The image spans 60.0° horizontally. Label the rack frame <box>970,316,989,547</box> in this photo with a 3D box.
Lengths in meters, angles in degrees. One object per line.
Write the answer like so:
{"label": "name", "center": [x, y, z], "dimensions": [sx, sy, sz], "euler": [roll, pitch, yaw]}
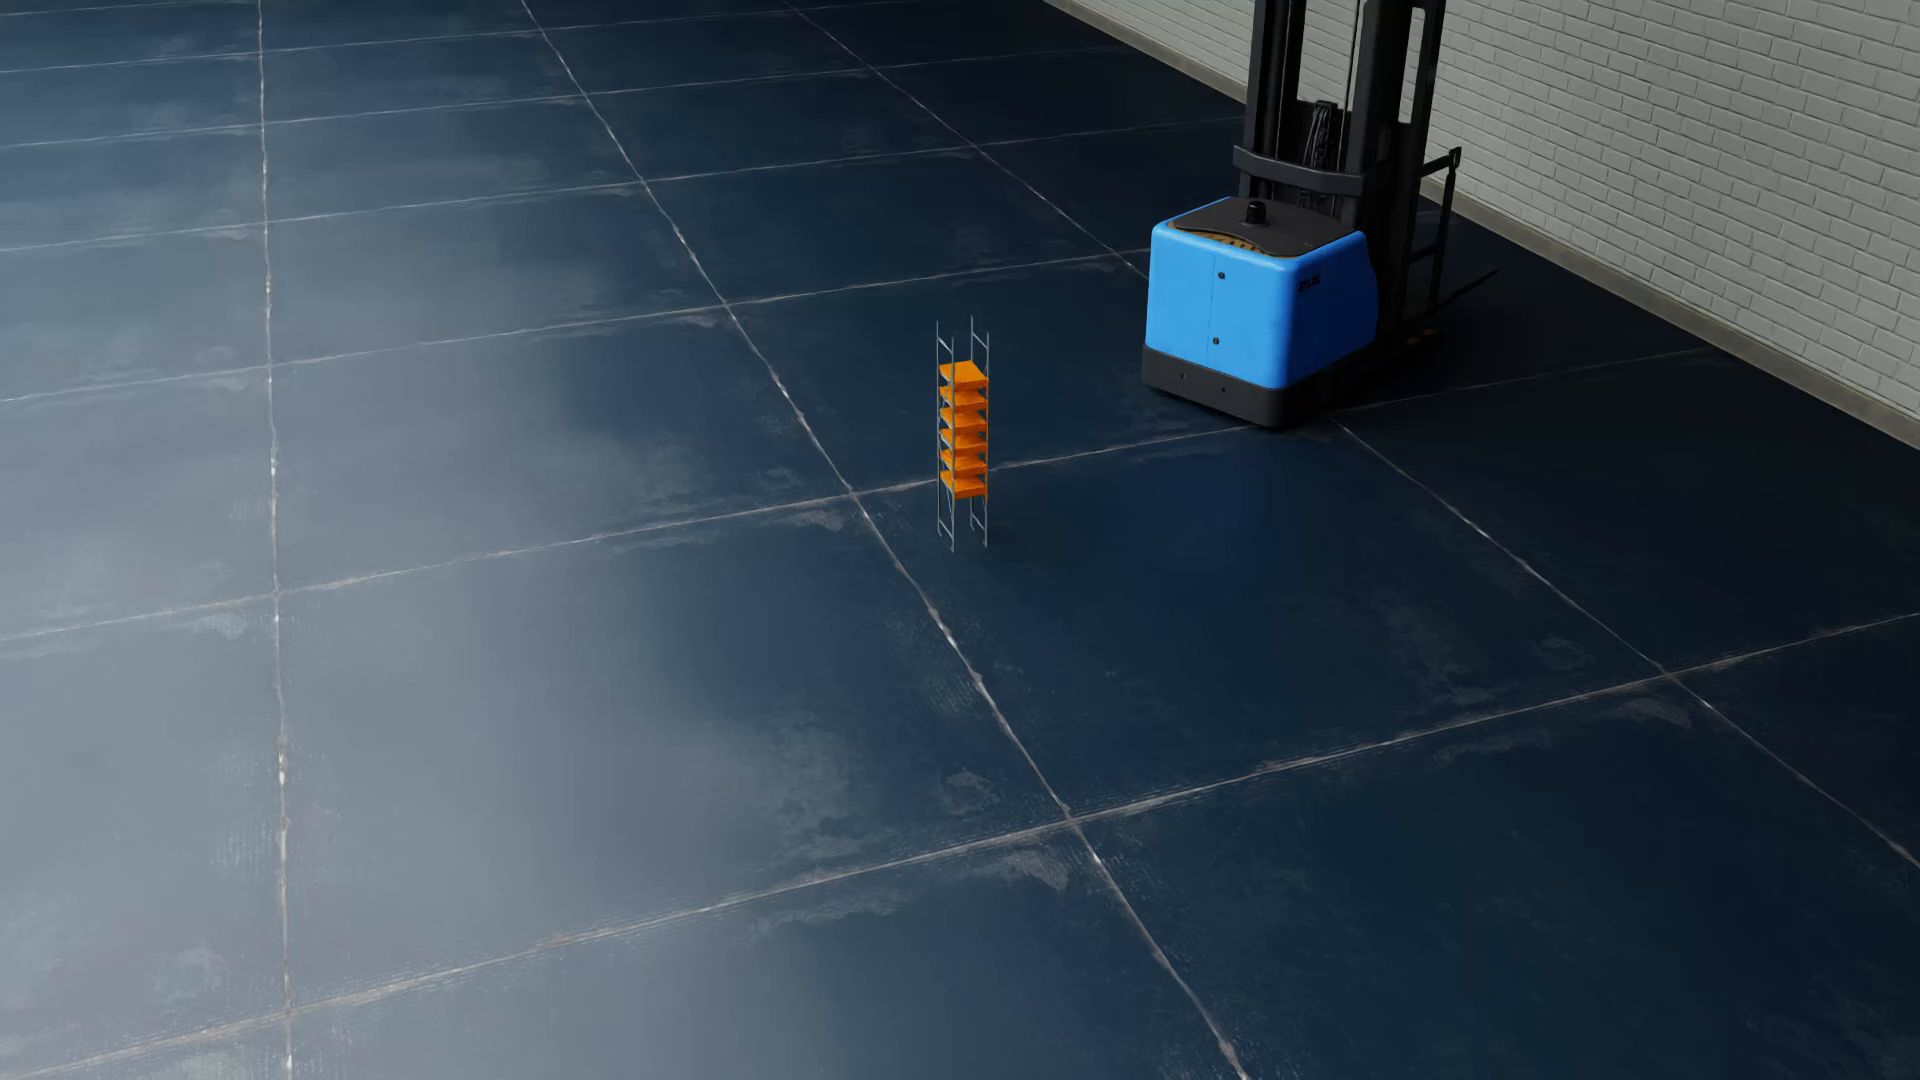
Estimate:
{"label": "rack frame", "center": [0.099, -0.540, 8.485], "dimensions": [0.006, 1.200, 0.240], "euler": [-10, 31, -18]}

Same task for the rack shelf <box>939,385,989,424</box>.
{"label": "rack shelf", "center": [0.014, -0.694, 8.361], "dimensions": [0.180, 0.103, 0.258], "euler": [-10, 31, -18]}

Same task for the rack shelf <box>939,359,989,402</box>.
{"label": "rack shelf", "center": [0.014, -0.798, 8.301], "dimensions": [0.180, 0.103, 0.258], "euler": [-10, 31, -18]}

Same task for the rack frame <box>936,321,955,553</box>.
{"label": "rack frame", "center": [-0.072, -0.508, 8.430], "dimensions": [0.006, 1.200, 0.240], "euler": [-10, 31, -18]}

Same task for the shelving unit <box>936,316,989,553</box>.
{"label": "shelving unit", "center": [0.014, -0.524, 8.457], "dimensions": [0.189, 1.200, 0.258], "euler": [-10, 31, -18]}

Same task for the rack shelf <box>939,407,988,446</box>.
{"label": "rack shelf", "center": [0.014, -0.589, 8.420], "dimensions": [0.180, 0.103, 0.258], "euler": [-10, 31, -18]}

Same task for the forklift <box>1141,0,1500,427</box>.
{"label": "forklift", "center": [2.508, -2.573, 10.305], "dimensions": [1.130, 2.935, 3.031], "euler": [25, 38, 37]}

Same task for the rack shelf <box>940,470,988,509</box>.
{"label": "rack shelf", "center": [0.014, -0.277, 8.598], "dimensions": [0.180, 0.103, 0.258], "euler": [-10, 31, -18]}

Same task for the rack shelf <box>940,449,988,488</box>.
{"label": "rack shelf", "center": [0.014, -0.381, 8.539], "dimensions": [0.180, 0.103, 0.258], "euler": [-10, 31, -18]}

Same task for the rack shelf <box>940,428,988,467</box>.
{"label": "rack shelf", "center": [0.014, -0.485, 8.479], "dimensions": [0.180, 0.103, 0.258], "euler": [-10, 31, -18]}
